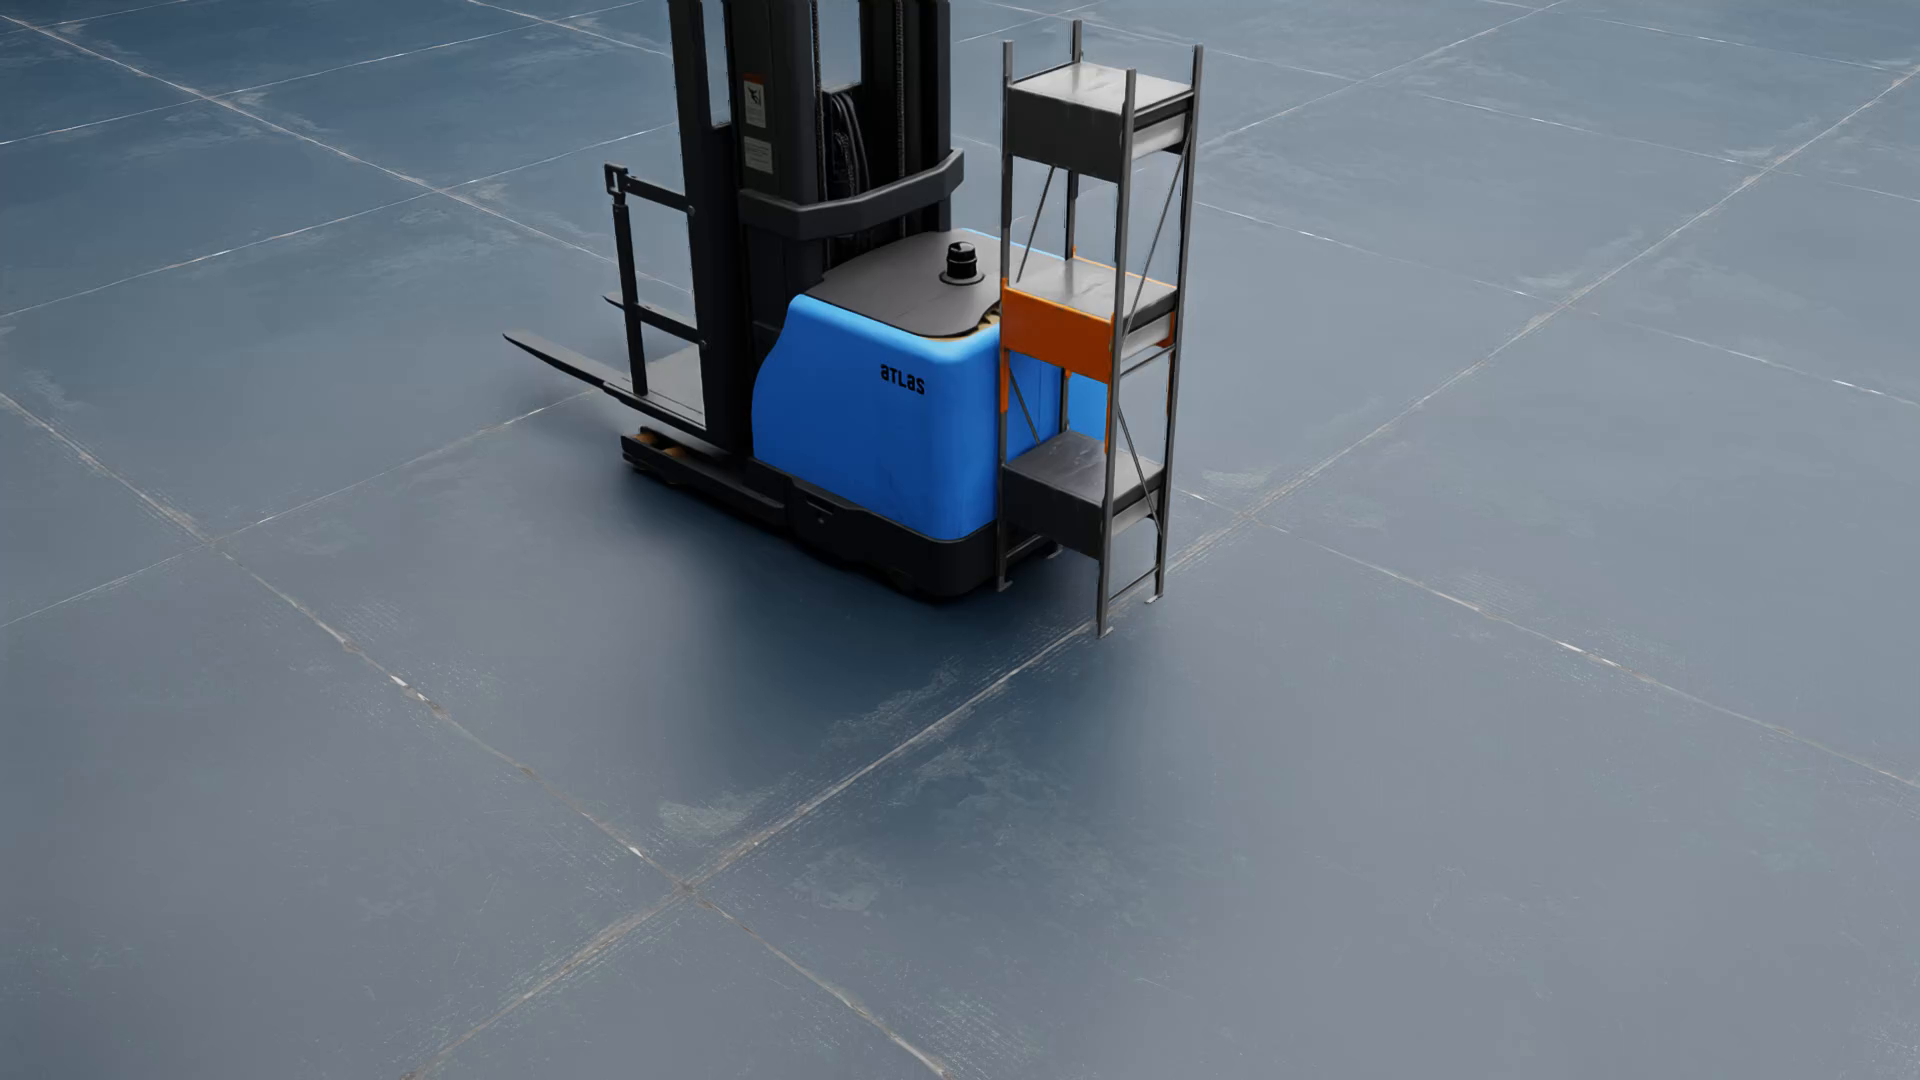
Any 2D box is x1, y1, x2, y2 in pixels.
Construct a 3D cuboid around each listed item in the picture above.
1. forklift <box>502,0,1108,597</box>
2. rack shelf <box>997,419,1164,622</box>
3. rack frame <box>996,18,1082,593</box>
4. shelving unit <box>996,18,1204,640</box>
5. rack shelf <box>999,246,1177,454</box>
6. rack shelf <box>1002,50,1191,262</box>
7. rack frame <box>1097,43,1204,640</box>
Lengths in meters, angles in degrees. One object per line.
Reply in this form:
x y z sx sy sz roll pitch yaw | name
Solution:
-0.836 -1.674 6.689 3.031 2.935 1.130 24 39 34 | forklift
0.459 -0.080 6.231 0.480 0.518 0.431 24 39 34 | rack shelf
0.275 -0.774 6.000 0.015 2.100 0.400 24 39 34 | rack frame
0.459 -0.692 5.863 0.503 2.100 0.431 24 39 34 | shelving unit
0.459 -0.680 5.870 0.480 0.518 0.431 24 39 34 | rack shelf
0.459 -1.280 5.509 0.480 0.518 0.431 24 39 34 | rack shelf
0.643 -0.609 5.726 0.015 2.100 0.400 24 39 34 | rack frame
